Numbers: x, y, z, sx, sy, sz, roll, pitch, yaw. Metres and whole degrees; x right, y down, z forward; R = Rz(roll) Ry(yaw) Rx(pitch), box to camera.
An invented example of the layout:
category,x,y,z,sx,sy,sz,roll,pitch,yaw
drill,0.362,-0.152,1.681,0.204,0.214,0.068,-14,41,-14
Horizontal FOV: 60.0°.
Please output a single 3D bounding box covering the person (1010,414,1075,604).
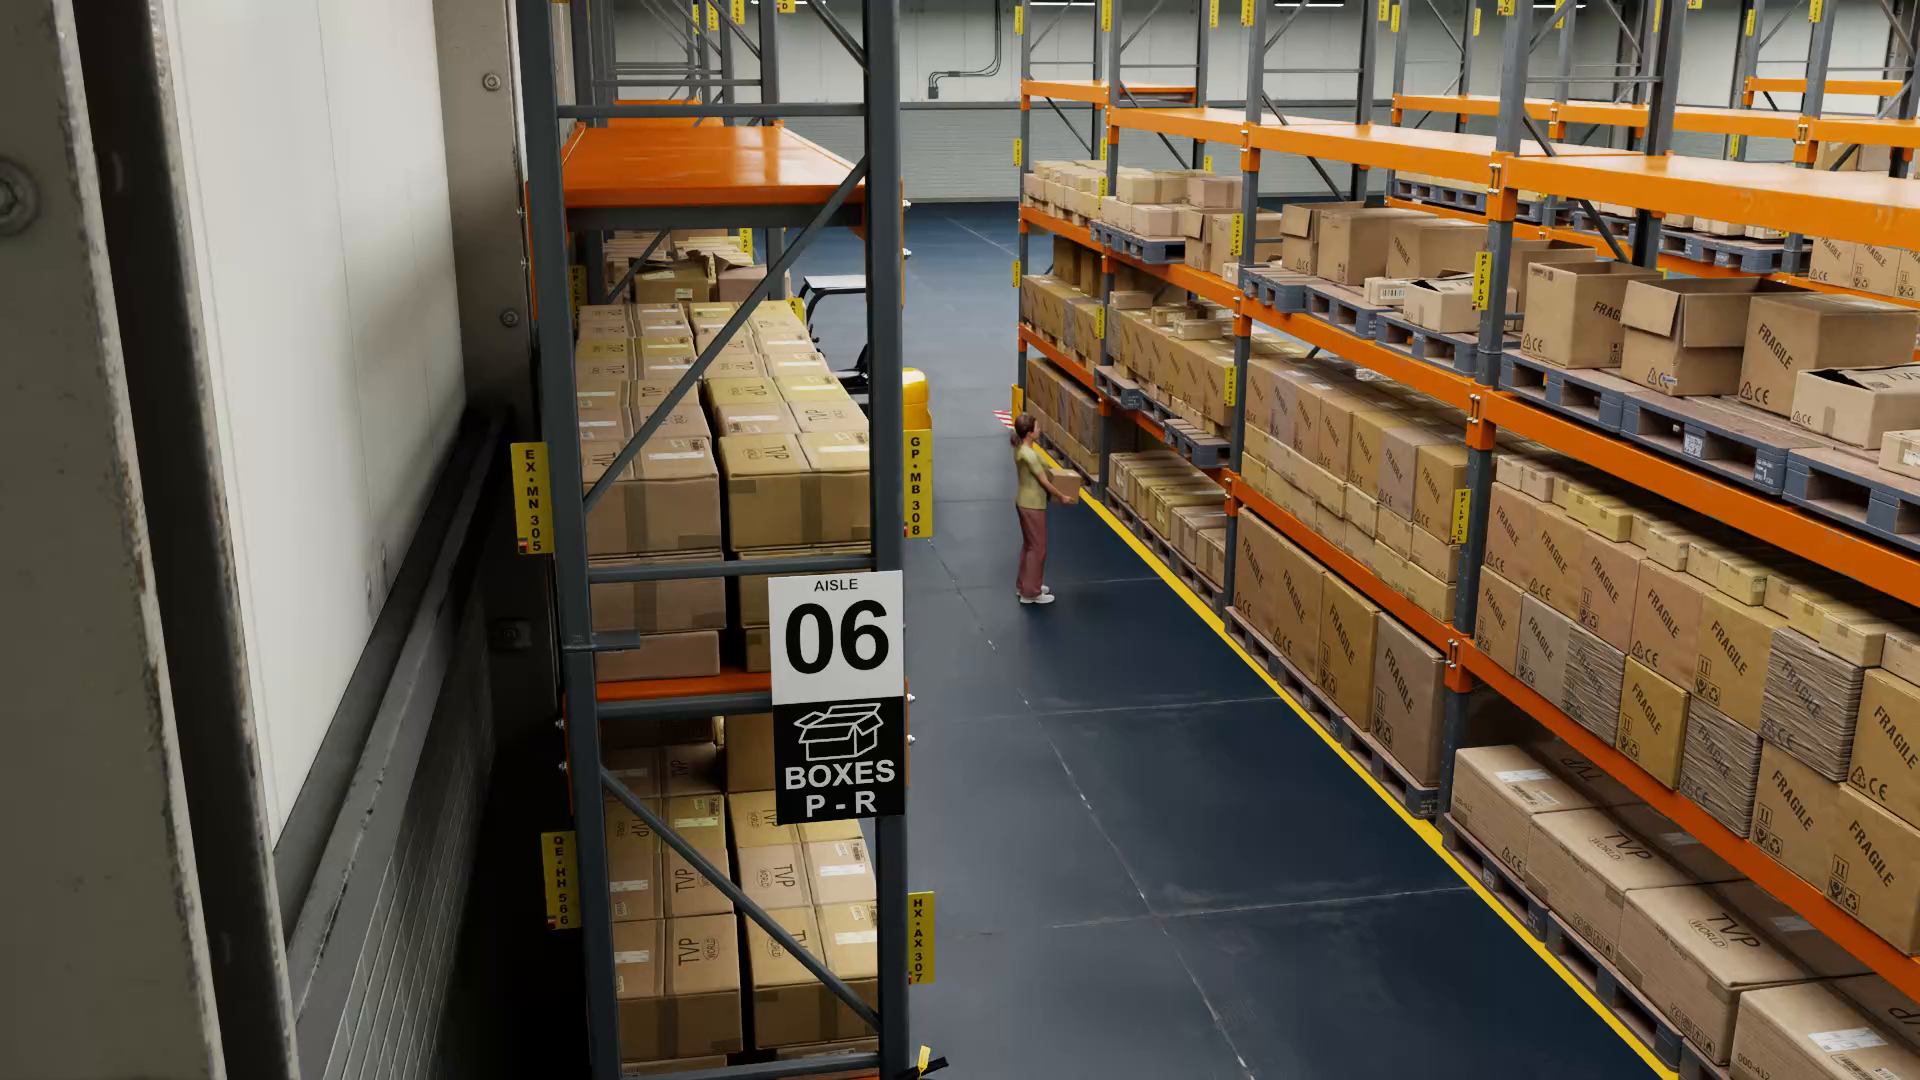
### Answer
category,x,y,z,sx,sy,sz,roll,pitch,yaw
person,0.699,-0.283,14.521,0.556,1.665,0.425,-3,17,-9
